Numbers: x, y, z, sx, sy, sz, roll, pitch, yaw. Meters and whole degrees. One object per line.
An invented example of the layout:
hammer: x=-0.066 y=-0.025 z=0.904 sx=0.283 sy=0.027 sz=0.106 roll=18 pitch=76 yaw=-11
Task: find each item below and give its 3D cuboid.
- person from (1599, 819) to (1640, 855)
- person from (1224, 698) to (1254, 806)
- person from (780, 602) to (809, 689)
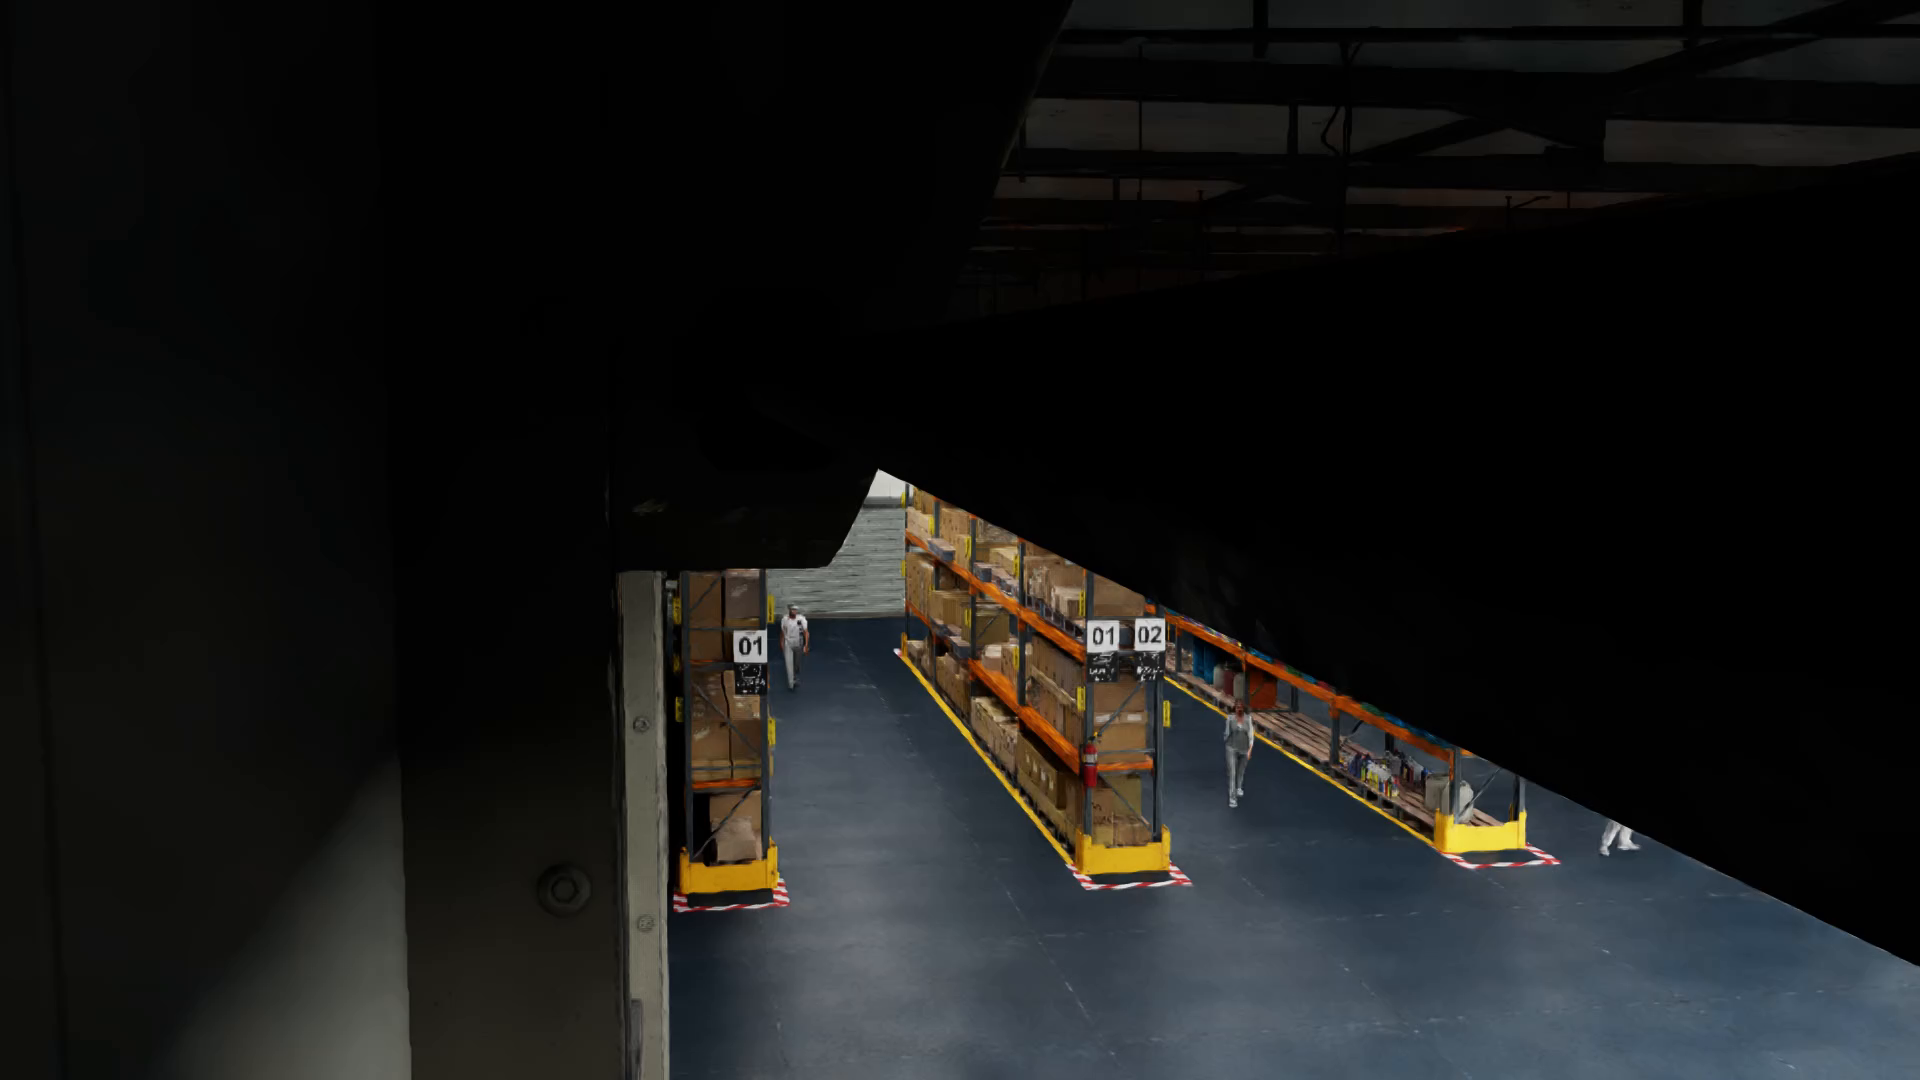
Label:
person: x=8.659 y=3.266 z=21.711 sx=0.494 sy=1.660 sz=0.704 roll=4 pitch=7 yaw=32
person: x=4.057 y=3.048 z=24.189 sx=0.408 sy=1.533 sz=0.950 roll=0 pitch=6 yaw=0
person: x=-3.280 y=2.058 z=32.970 sx=0.556 sy=1.708 sz=1.040 roll=-1 pitch=6 yaw=-11
